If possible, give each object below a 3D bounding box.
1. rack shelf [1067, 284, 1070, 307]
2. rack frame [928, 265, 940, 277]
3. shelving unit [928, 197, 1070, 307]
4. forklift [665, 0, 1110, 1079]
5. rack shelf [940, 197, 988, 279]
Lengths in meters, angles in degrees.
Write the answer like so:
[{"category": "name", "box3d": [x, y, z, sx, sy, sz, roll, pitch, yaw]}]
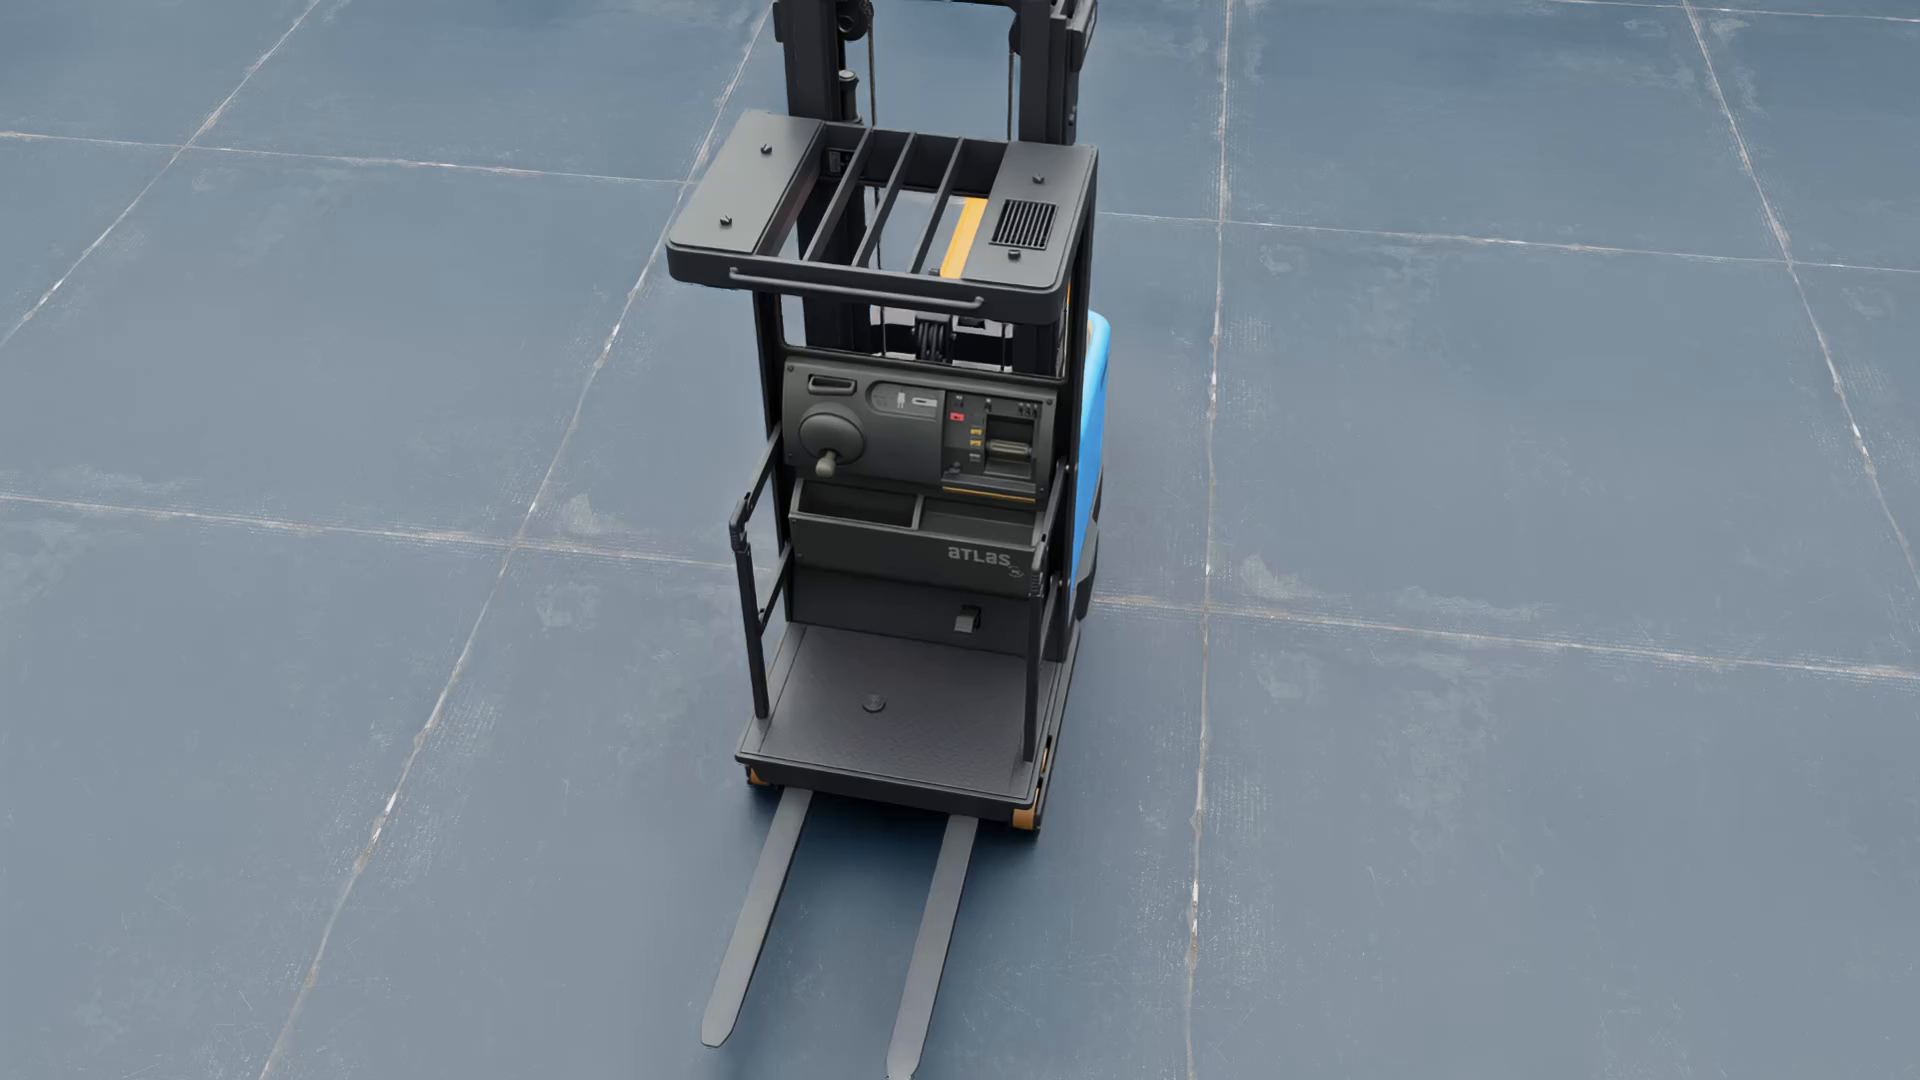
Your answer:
[{"category": "rack shelf", "box3d": [0.222, -0.839, 7.696, 0.538, 0.278, 1.000, 8, 44, 8]}, {"category": "rack frame", "box3d": [0.118, -0.674, 7.166, 0.500, 1.125, 0.032, 8, 44, 8]}, {"category": "shelving unit", "box3d": [0.222, -1.017, 7.528, 0.538, 1.125, 1.048, 8, 44, 8]}, {"category": "forklift", "box3d": [-0.184, -0.280, 5.436, 1.130, 2.935, 3.031, 8, 44, 8]}, {"category": "rack shelf", "box3d": [0.222, -1.229, 7.327, 0.538, 0.278, 1.000, 8, 44, 8]}]
